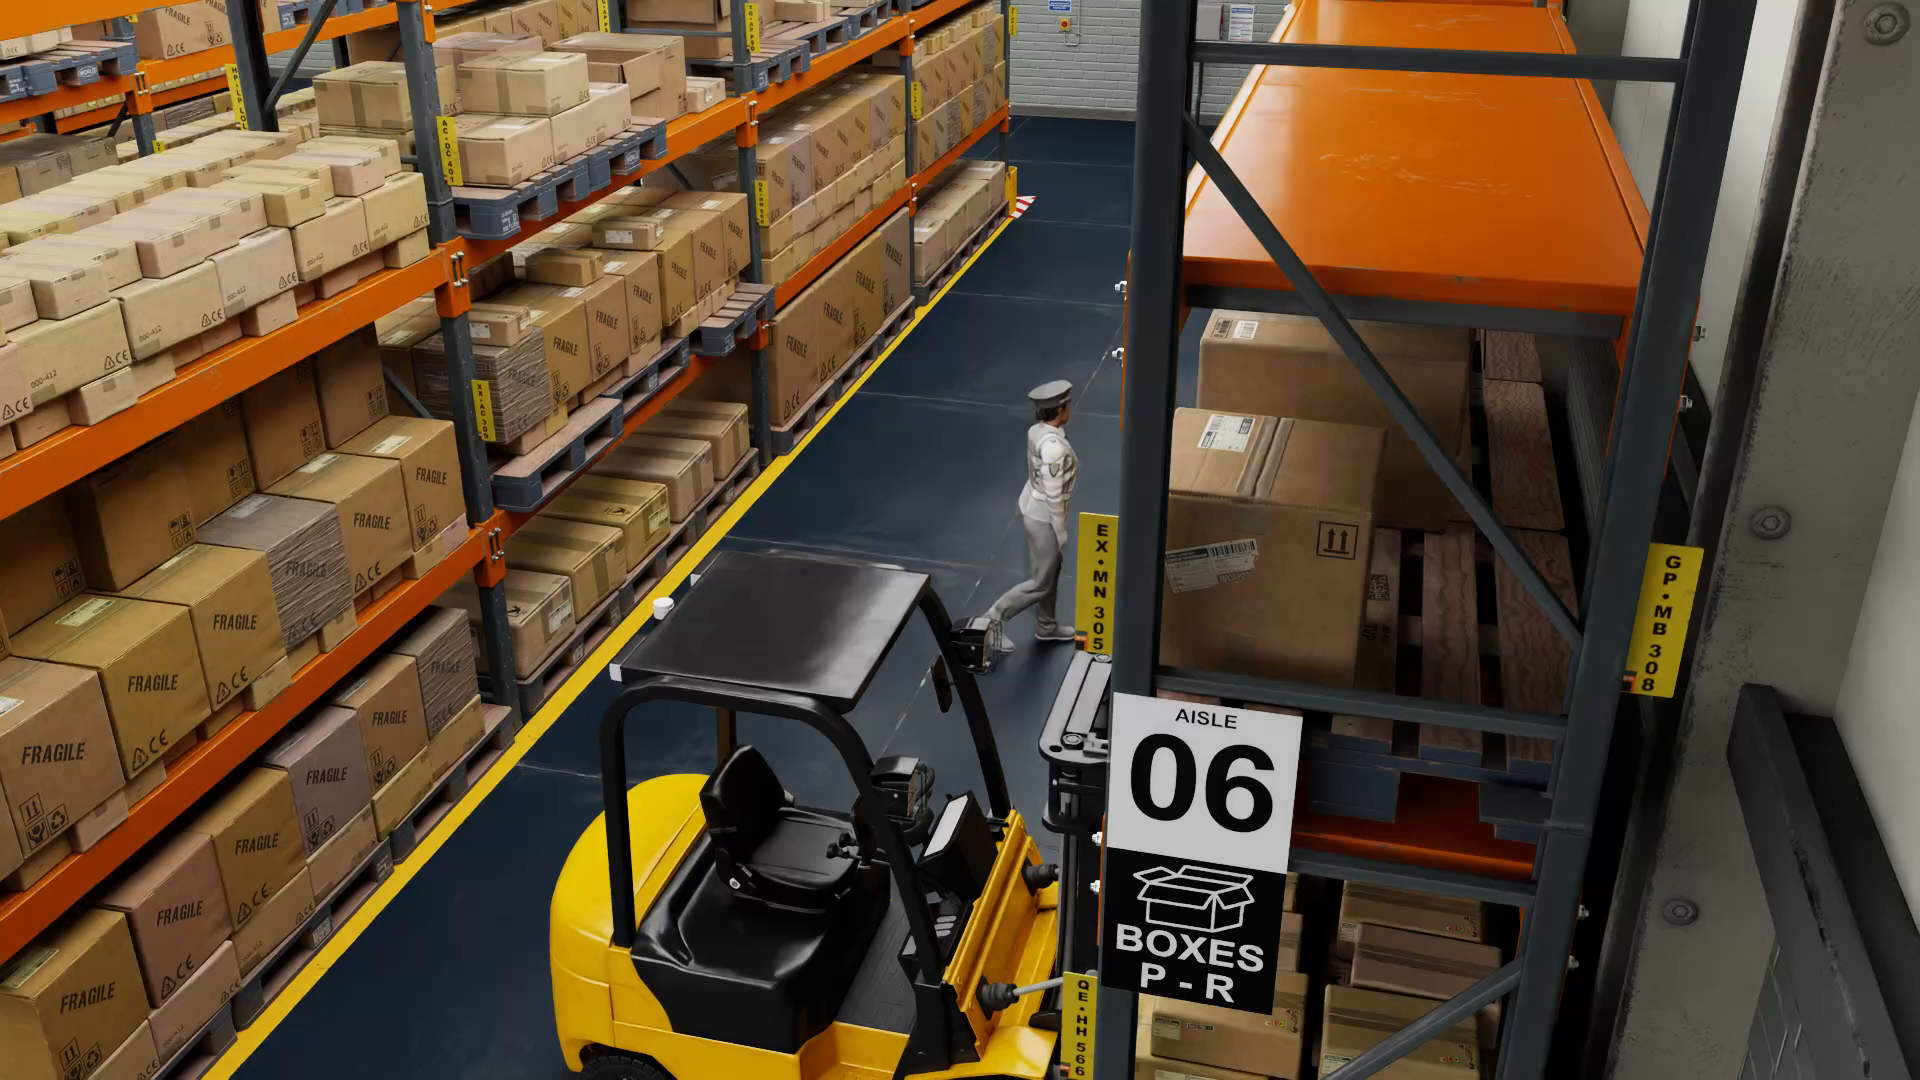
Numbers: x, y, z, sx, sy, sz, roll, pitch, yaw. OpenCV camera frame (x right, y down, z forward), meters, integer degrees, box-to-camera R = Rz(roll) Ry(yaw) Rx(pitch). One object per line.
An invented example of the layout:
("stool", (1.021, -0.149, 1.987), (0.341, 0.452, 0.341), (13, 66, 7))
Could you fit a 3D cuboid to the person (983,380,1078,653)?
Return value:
("person", (0.427, -0.119, 9.916), (0.655, 1.667, 0.500), (-2, 26, -5))
